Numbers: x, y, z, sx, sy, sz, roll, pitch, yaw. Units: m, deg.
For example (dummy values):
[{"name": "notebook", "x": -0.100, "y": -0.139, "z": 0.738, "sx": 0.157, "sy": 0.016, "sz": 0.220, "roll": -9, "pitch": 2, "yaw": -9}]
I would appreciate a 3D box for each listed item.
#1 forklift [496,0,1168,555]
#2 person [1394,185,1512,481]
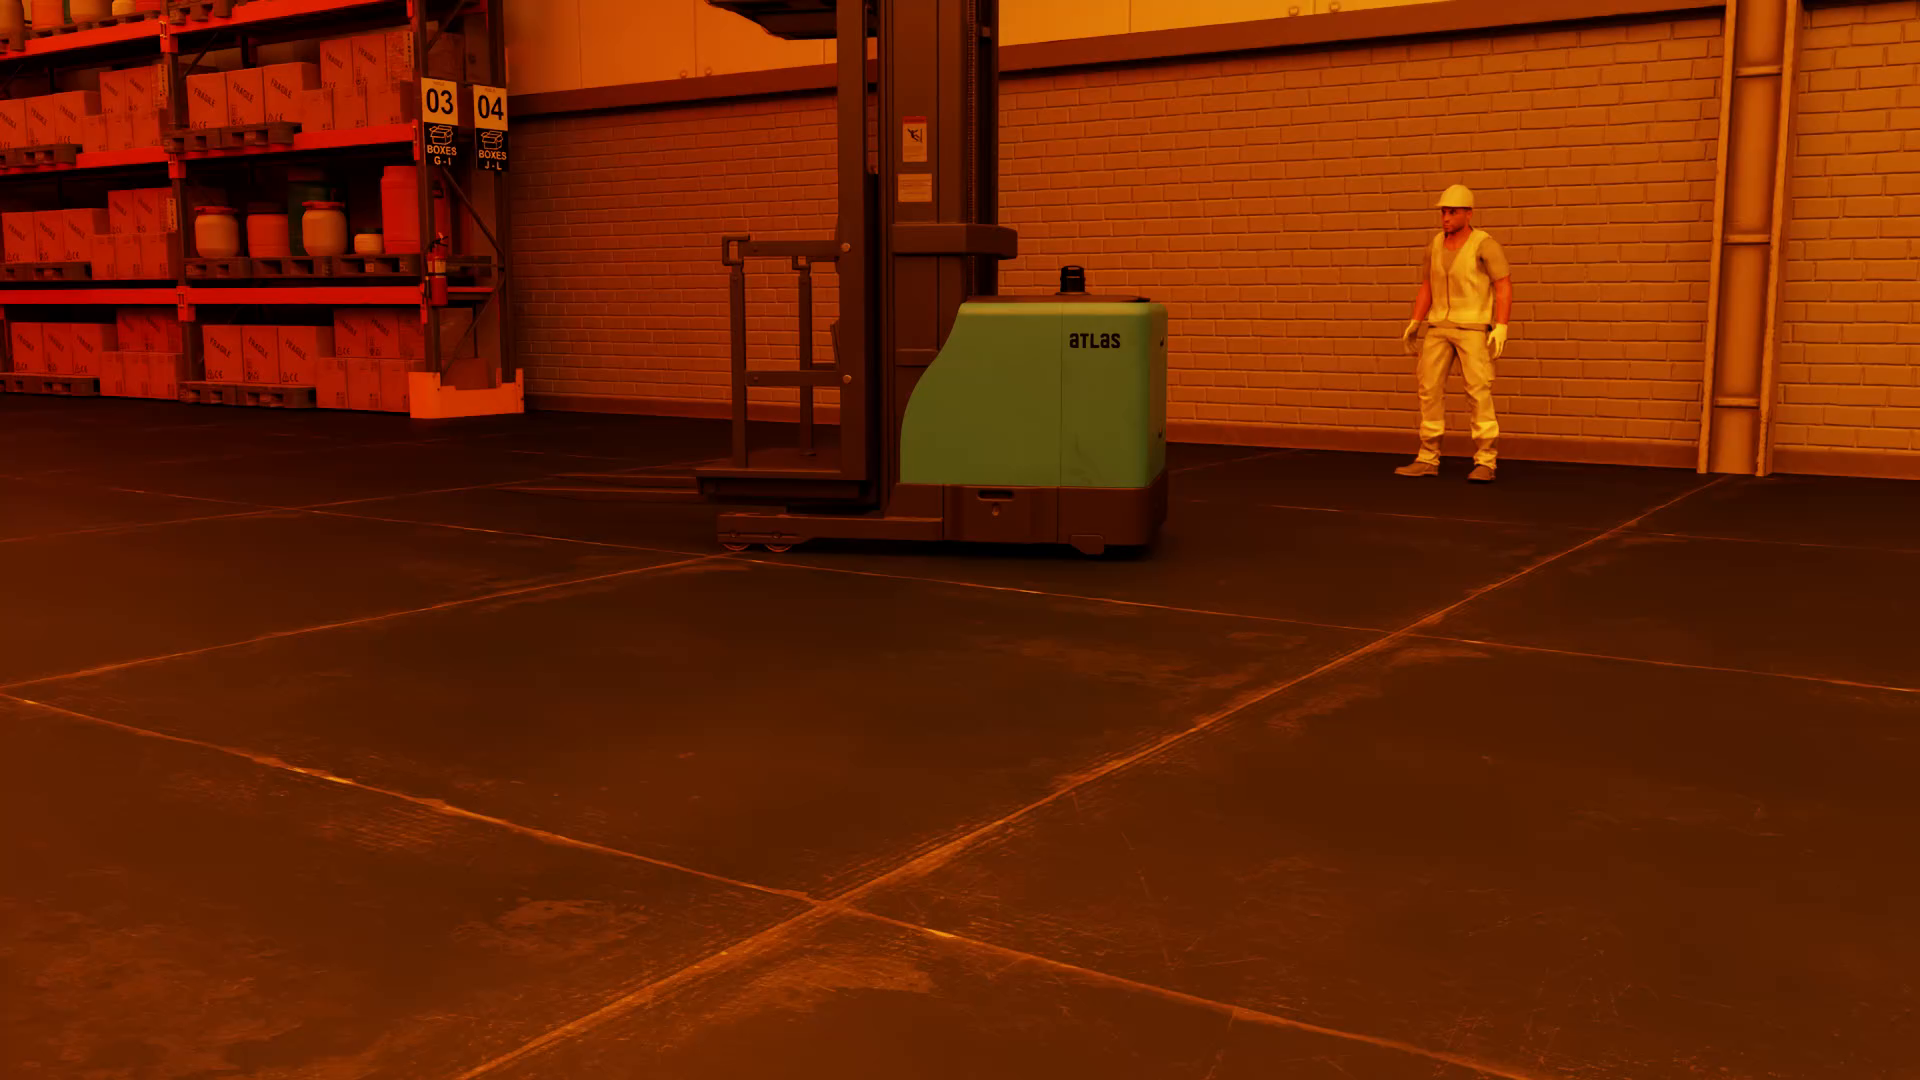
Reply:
[{"name": "forklift", "x": -0.596, "y": -1.469, "z": 7.520, "sx": 3.031, "sy": 2.935, "sz": 1.130, "roll": 2, "pitch": 8, "yaw": 12}, {"name": "person", "x": 3.025, "y": -1.266, "z": 10.192, "sx": 0.458, "sy": 1.780, "sz": 0.659, "roll": -7, "pitch": 11, "yaw": -41}]
